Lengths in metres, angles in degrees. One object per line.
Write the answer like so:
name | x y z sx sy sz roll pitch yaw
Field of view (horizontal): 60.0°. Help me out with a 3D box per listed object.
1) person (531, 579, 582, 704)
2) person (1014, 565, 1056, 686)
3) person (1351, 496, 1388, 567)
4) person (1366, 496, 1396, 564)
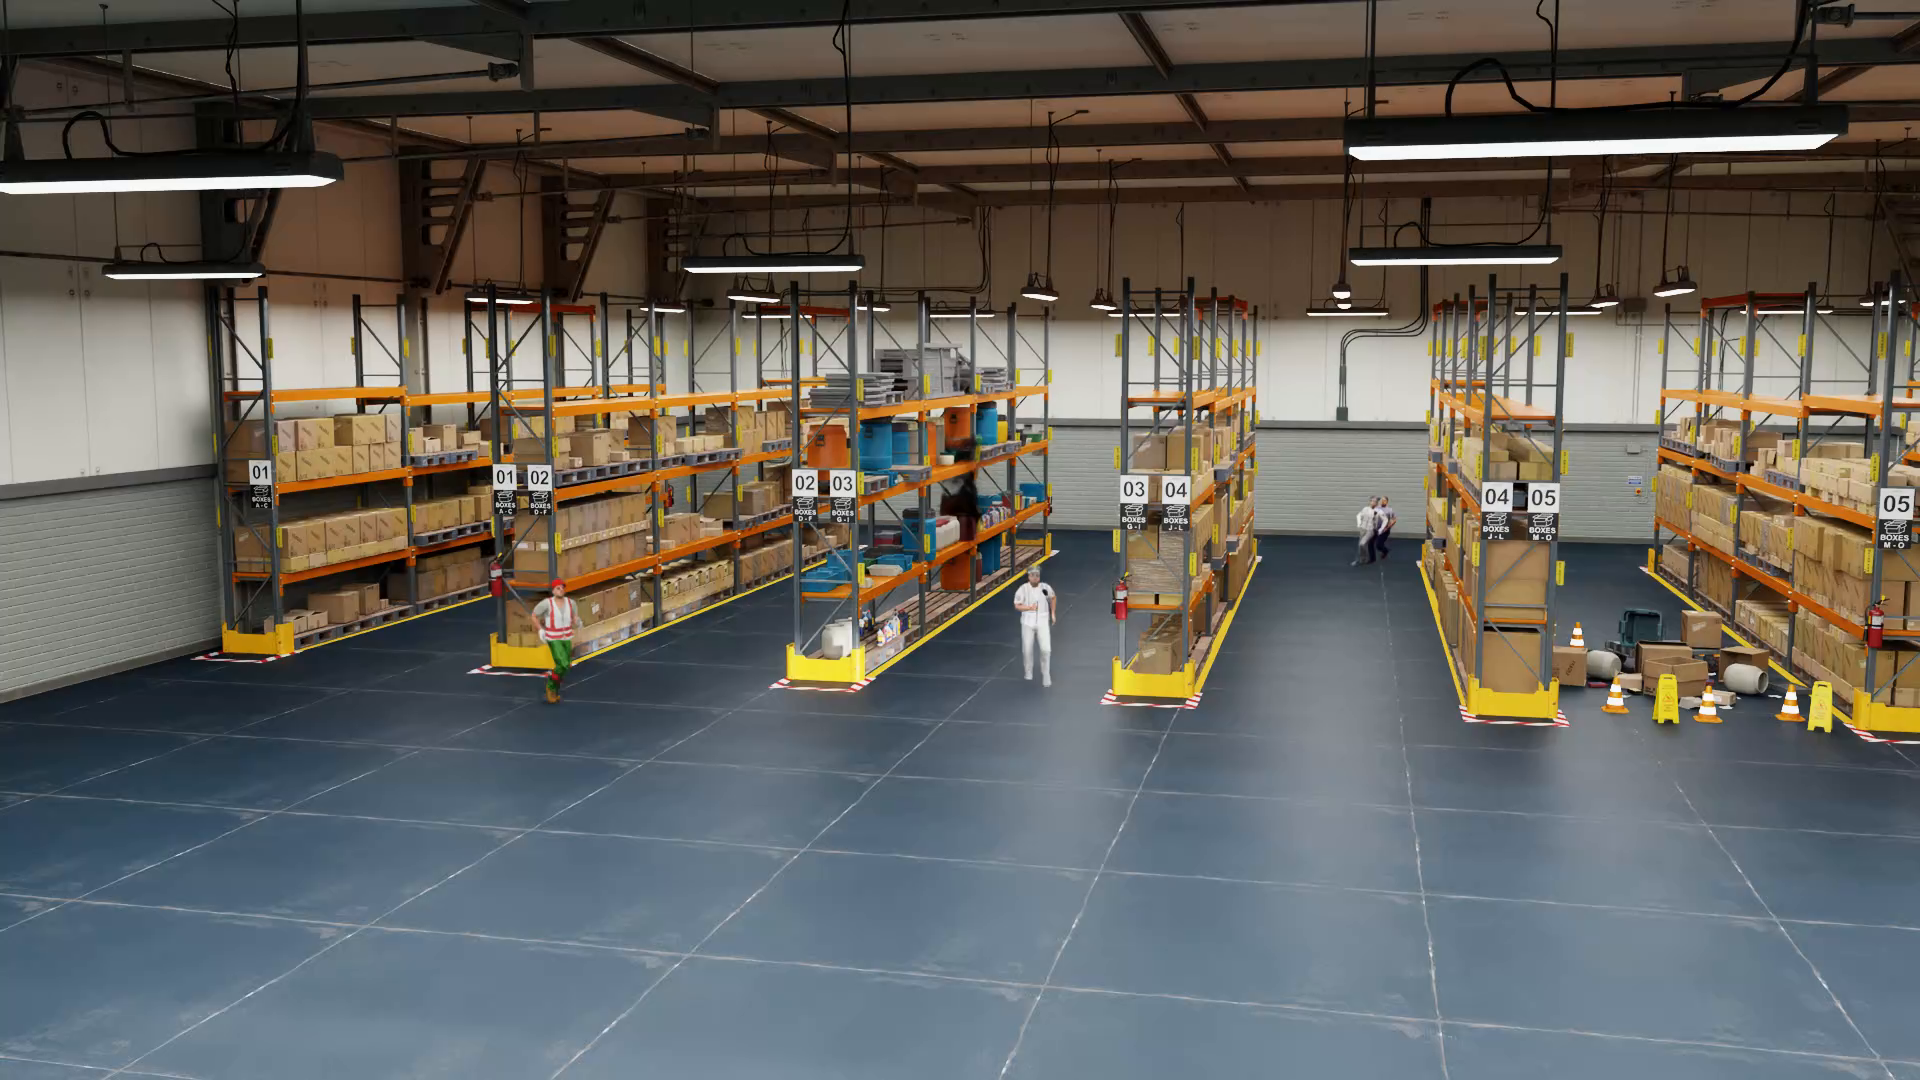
person | -5.633 1.429 23.512 0.671 1.773 0.624 6 9 44
person | 1.130 1.295 24.836 0.650 1.836 0.752 0 7 -2
person | 9.388 -0.213 38.430 0.679 1.647 0.738 -5 8 -35
person | 9.866 -0.223 38.850 0.543 1.592 0.647 -6 9 -42
